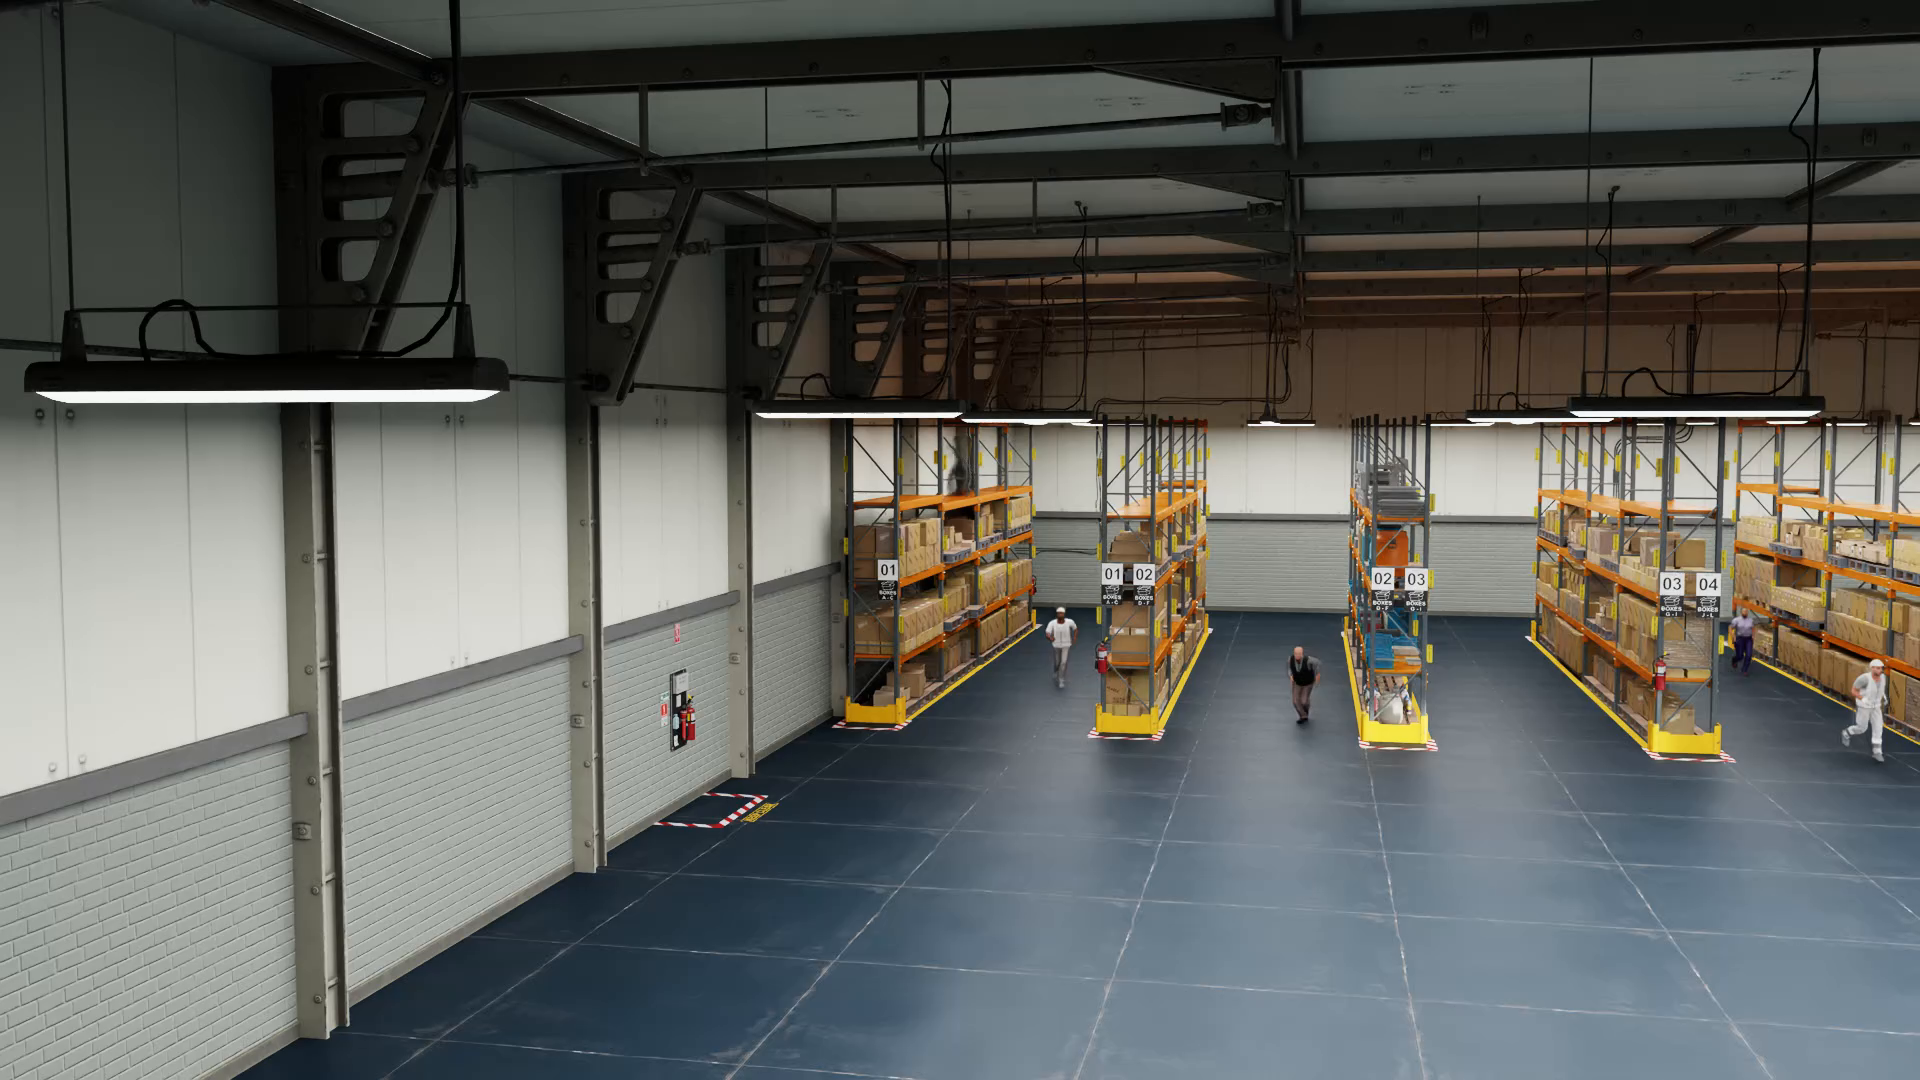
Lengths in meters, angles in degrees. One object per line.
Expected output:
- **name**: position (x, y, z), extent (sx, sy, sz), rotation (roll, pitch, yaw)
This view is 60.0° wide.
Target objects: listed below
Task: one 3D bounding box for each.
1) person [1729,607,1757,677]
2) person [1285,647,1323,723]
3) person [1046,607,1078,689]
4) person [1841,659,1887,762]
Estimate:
- **person**: position (18.224, 2.363, 38.707), extent (0.616, 1.598, 0.599), rotation (0, 4, 7)
- **person**: position (6.642, 2.814, 32.172), extent (0.684, 1.544, 0.803), rotation (2, 4, 27)
- **person**: position (2.270, 2.376, 37.116), extent (0.711, 1.767, 0.948), rotation (0, 4, 6)
- **person**: position (15.806, 2.913, 28.952), extent (0.690, 1.741, 1.098), rotation (-1, 4, -11)
